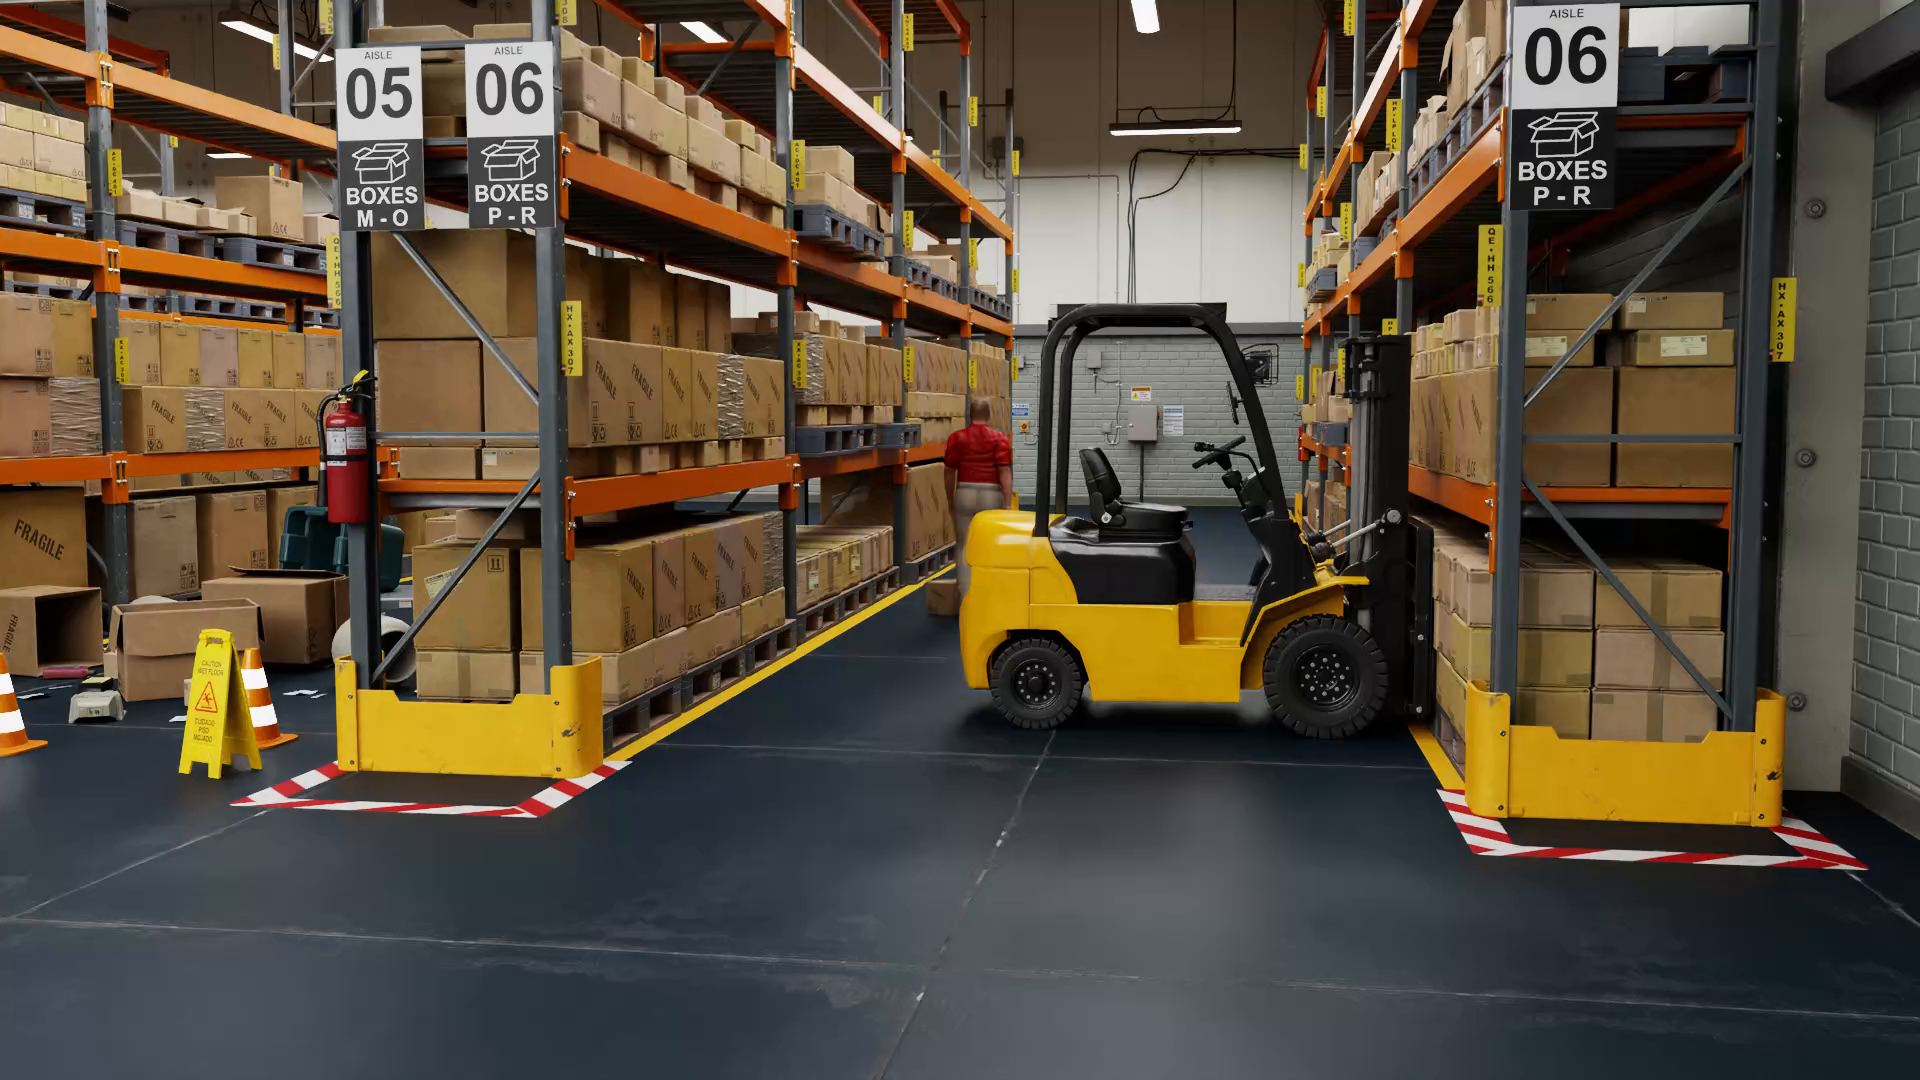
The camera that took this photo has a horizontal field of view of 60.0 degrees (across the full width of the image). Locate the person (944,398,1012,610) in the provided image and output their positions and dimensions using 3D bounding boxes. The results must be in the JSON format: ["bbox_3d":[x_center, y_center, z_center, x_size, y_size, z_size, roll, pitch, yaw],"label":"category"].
[{"bbox_3d":[0.156,-0.284,13.352,0.563,1.708,0.912,1,4,7],"label":"person"}]
